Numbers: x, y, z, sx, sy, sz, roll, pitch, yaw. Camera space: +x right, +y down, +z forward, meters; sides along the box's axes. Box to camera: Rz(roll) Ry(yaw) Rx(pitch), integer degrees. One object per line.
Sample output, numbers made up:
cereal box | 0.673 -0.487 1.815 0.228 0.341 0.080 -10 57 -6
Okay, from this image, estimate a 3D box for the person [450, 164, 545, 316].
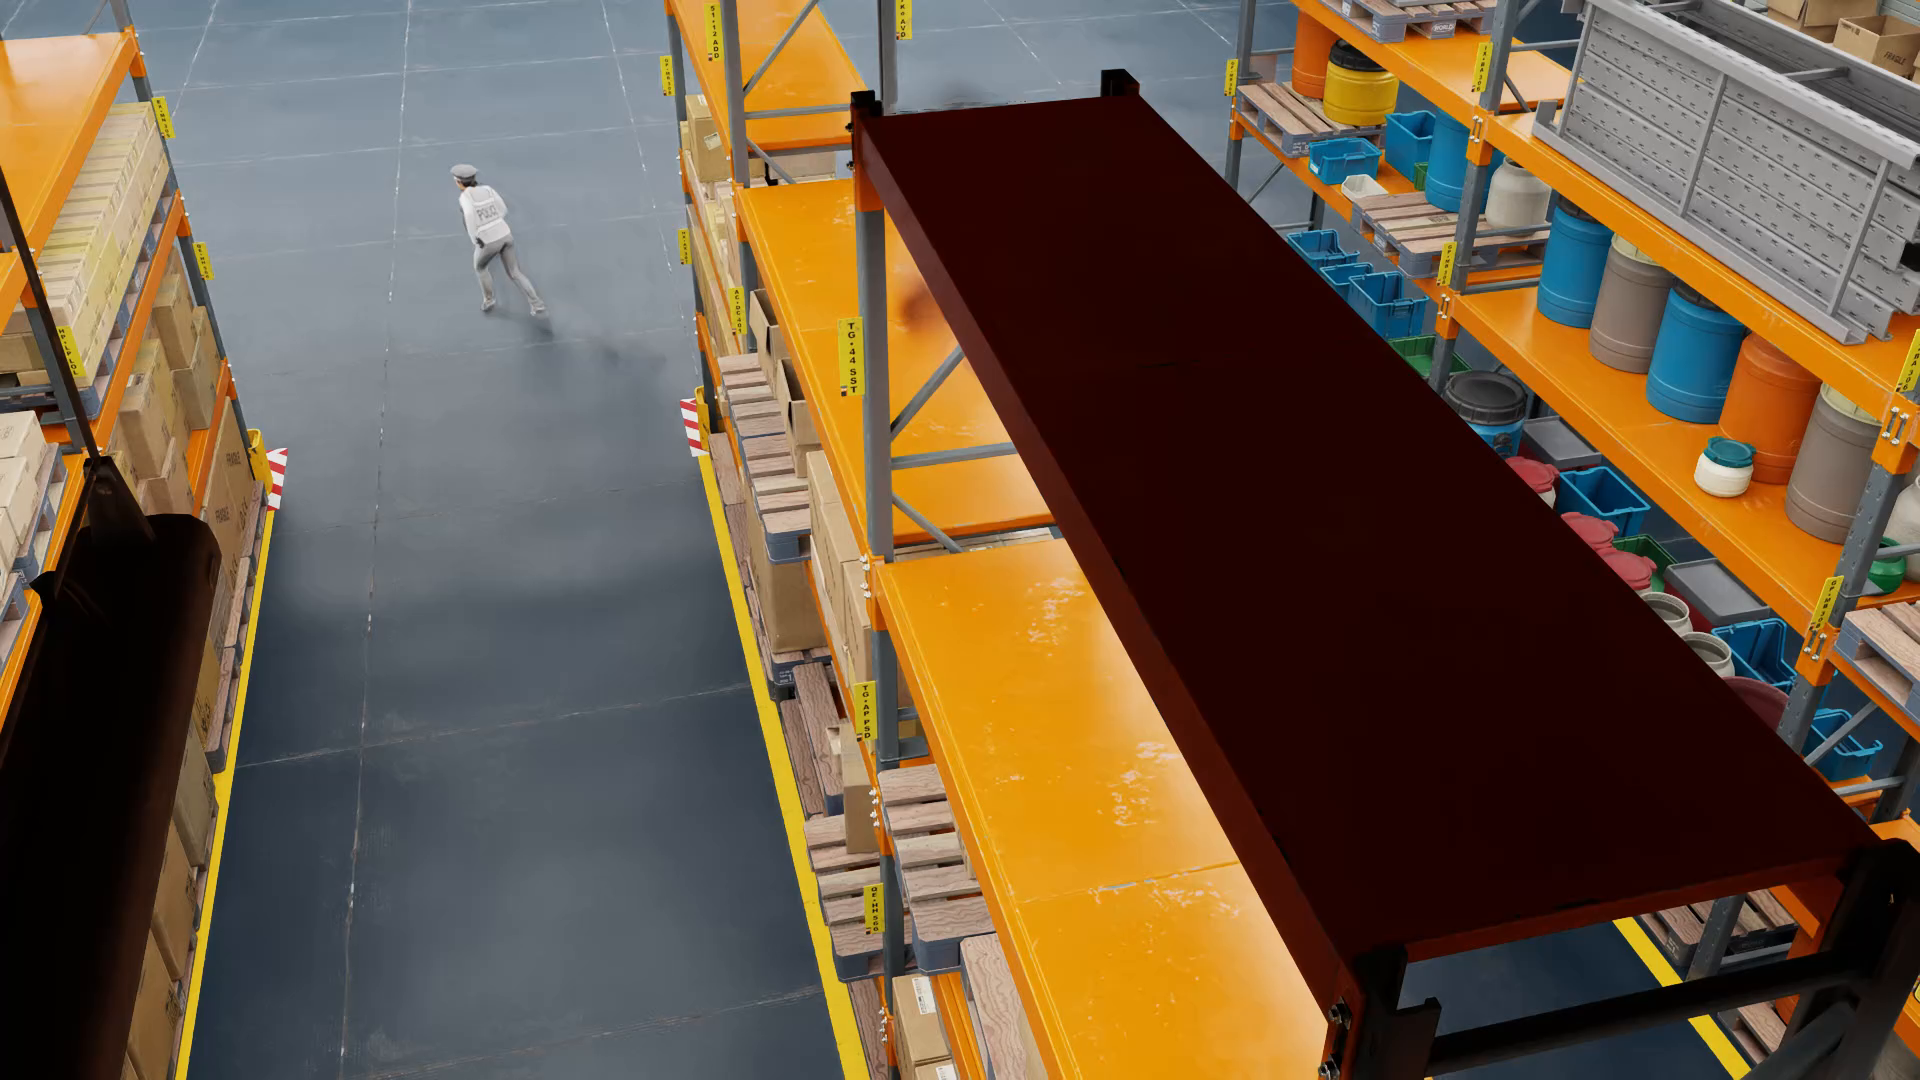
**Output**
person | -4.730 -2.980 17.085 0.964 1.627 0.657 18 38 25
